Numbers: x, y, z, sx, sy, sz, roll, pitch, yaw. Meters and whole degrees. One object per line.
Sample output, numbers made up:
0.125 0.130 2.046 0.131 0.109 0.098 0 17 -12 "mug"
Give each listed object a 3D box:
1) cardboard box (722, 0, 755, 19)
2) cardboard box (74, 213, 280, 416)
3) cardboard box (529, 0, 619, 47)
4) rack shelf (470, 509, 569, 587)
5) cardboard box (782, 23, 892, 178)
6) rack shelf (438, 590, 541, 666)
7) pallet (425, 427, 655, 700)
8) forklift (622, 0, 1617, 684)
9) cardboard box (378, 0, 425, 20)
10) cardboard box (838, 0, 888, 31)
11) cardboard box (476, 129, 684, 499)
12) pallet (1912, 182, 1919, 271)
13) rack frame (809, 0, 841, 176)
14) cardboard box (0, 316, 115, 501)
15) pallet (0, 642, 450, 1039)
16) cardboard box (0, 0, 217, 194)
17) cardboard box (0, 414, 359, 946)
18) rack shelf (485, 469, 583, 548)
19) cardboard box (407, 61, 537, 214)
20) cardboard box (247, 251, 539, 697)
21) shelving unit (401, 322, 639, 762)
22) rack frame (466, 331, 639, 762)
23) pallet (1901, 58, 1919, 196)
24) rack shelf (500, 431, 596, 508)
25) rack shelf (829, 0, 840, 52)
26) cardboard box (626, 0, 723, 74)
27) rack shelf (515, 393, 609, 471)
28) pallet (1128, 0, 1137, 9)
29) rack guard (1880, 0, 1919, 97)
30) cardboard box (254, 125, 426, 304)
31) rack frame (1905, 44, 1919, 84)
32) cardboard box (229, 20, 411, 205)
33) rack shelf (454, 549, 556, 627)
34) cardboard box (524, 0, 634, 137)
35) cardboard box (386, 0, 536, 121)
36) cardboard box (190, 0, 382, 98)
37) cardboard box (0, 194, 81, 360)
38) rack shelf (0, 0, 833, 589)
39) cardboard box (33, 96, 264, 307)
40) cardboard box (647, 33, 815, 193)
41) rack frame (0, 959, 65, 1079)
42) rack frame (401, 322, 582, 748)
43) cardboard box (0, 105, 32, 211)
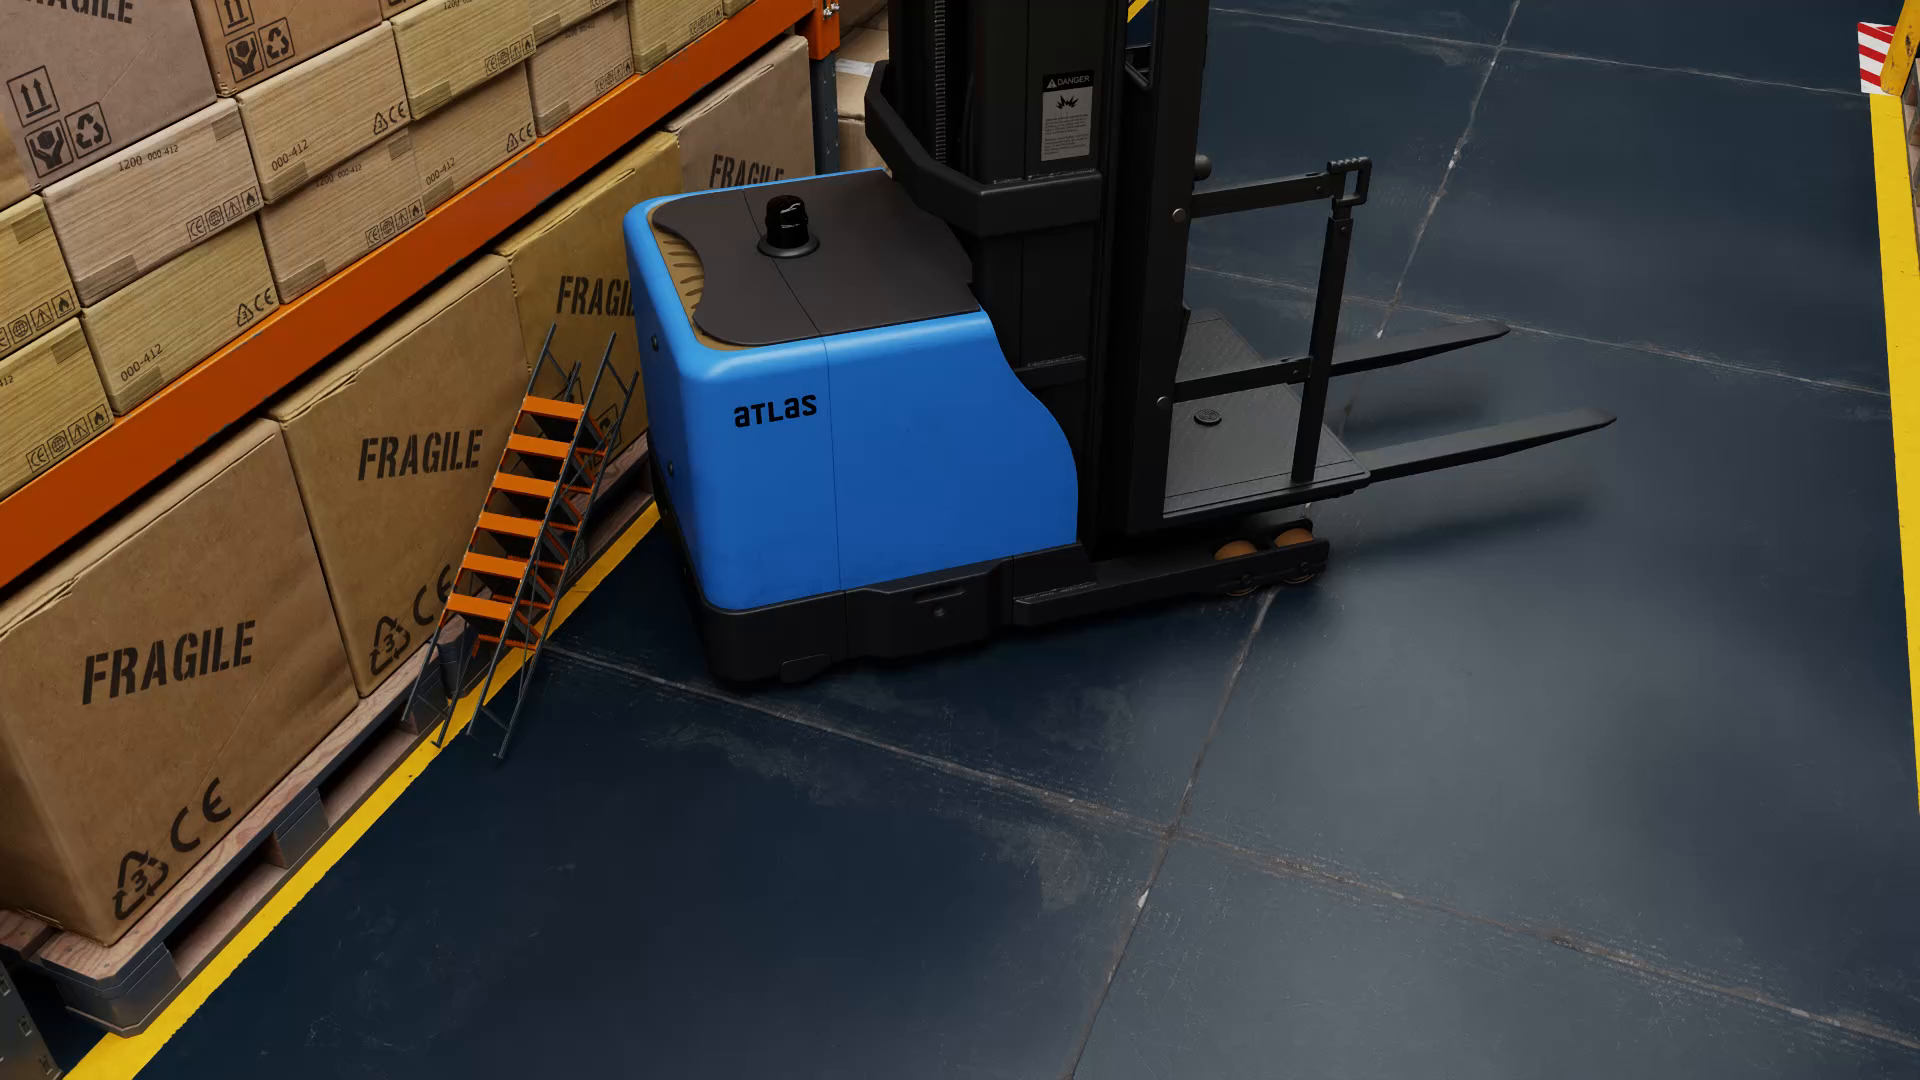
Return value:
-0.878 -1.949 5.477 0.500 0.250 0.500 13 39 17 "cardboard box"
-1.864 -0.542 3.594 0.500 0.250 0.500 13 39 16 "cardboard box"
-1.258 -1.589 4.577 0.500 0.250 0.500 15 39 19 "cardboard box"
-1.195 0.027 4.544 0.180 0.258 0.103 10 68 11 "rack shelf"
-0.602 -1.780 6.915 0.875 0.438 0.875 13 39 17 "cardboard box"
-1.250 0.243 4.455 0.180 0.258 0.103 10 68 11 "rack shelf"
-1.627 -0.075 5.174 1.003 0.211 1.213 14 39 18 "pallet"
0.597 -1.293 4.532 3.031 2.935 1.130 -11 38 -15 "forklift"
-1.462 -1.596 3.961 0.500 0.500 0.500 14 39 18 "cardboard box"
-0.262 -2.275 7.578 0.875 0.438 0.875 13 39 16 "cardboard box"
-1.439 -0.768 5.196 0.875 0.875 0.875 15 39 19 "cardboard box"
4.377 -1.127 6.581 1.003 0.211 1.213 14 39 18 "pallet"
-0.940 -2.314 5.841 1.000 3.000 0.127 14 39 18 "rack frame"
-2.043 -0.253 3.209 0.500 0.250 0.500 13 39 17 "cardboard box"
-2.092 0.598 4.274 1.003 0.211 1.213 14 39 18 "pallet"
-1.868 -1.034 3.210 0.500 0.500 0.500 14 39 18 "cardboard box"
-2.122 0.220 3.875 0.875 0.875 0.875 14 39 17 "cardboard box"
-1.167 -0.081 4.589 0.180 0.258 0.103 10 68 11 "rack shelf"
-1.475 -1.105 4.348 0.500 0.250 0.500 14 39 18 "cardboard box"
-1.779 -0.273 4.534 0.875 0.875 0.875 14 39 18 "cardboard box"
-1.184 -0.013 4.561 0.189 0.258 1.200 10 68 11 "shelving unit"
-1.096 0.003 4.543 0.006 0.240 1.200 10 68 11 "rack frame"
4.842 -1.800 7.482 1.003 0.211 1.213 14 39 18 "pallet"
-1.139 -0.189 4.634 0.180 0.258 0.103 10 68 11 "rack shelf"
-0.179 -3.134 7.538 1.077 0.370 4.000 14 39 18 "rack shelf"
-1.072 -1.667 5.100 0.500 0.250 0.500 13 39 17 "cardboard box"
-1.111 -0.296 4.678 0.180 0.258 0.103 10 68 11 "rack shelf"
0.350 -2.952 9.023 1.003 0.211 1.213 14 39 18 "pallet"
5.145 -2.357 7.986 1.175 0.500 0.348 14 39 18 "rack guard"
-1.659 -0.831 3.981 0.500 0.250 0.500 15 39 19 "cardboard box"
5.174 -3.400 7.294 1.000 3.000 0.127 14 39 18 "rack frame"
-1.642 -1.023 3.821 0.500 0.250 0.500 14 39 18 "cardboard box"
-1.223 0.135 4.500 0.180 0.258 0.103 10 68 11 "rack shelf"
-1.282 -1.392 4.732 0.500 0.250 0.500 13 39 17 "cardboard box"
-1.437 -1.301 4.193 0.500 0.250 0.500 15 39 19 "cardboard box"
-1.657 -1.317 3.588 0.500 0.500 0.500 15 39 19 "cardboard box"
-2.041 -0.464 3.073 0.500 0.250 0.500 14 39 17 "cardboard box"
-1.701 -0.919 4.575 1.077 0.370 4.000 14 39 18 "rack shelf"
-1.843 -0.750 3.456 0.500 0.250 0.500 15 39 19 "cardboard box"
-1.102 -1.270 5.868 0.875 0.875 0.875 15 39 19 "cardboard box"
-2.462 -0.100 2.878 1.000 3.000 0.127 14 39 18 "rack frame"
-1.273 -0.028 4.579 0.006 0.240 1.200 10 68 11 "rack frame"
-2.048 -0.758 2.840 0.500 0.500 0.500 13 39 16 "cardboard box"
